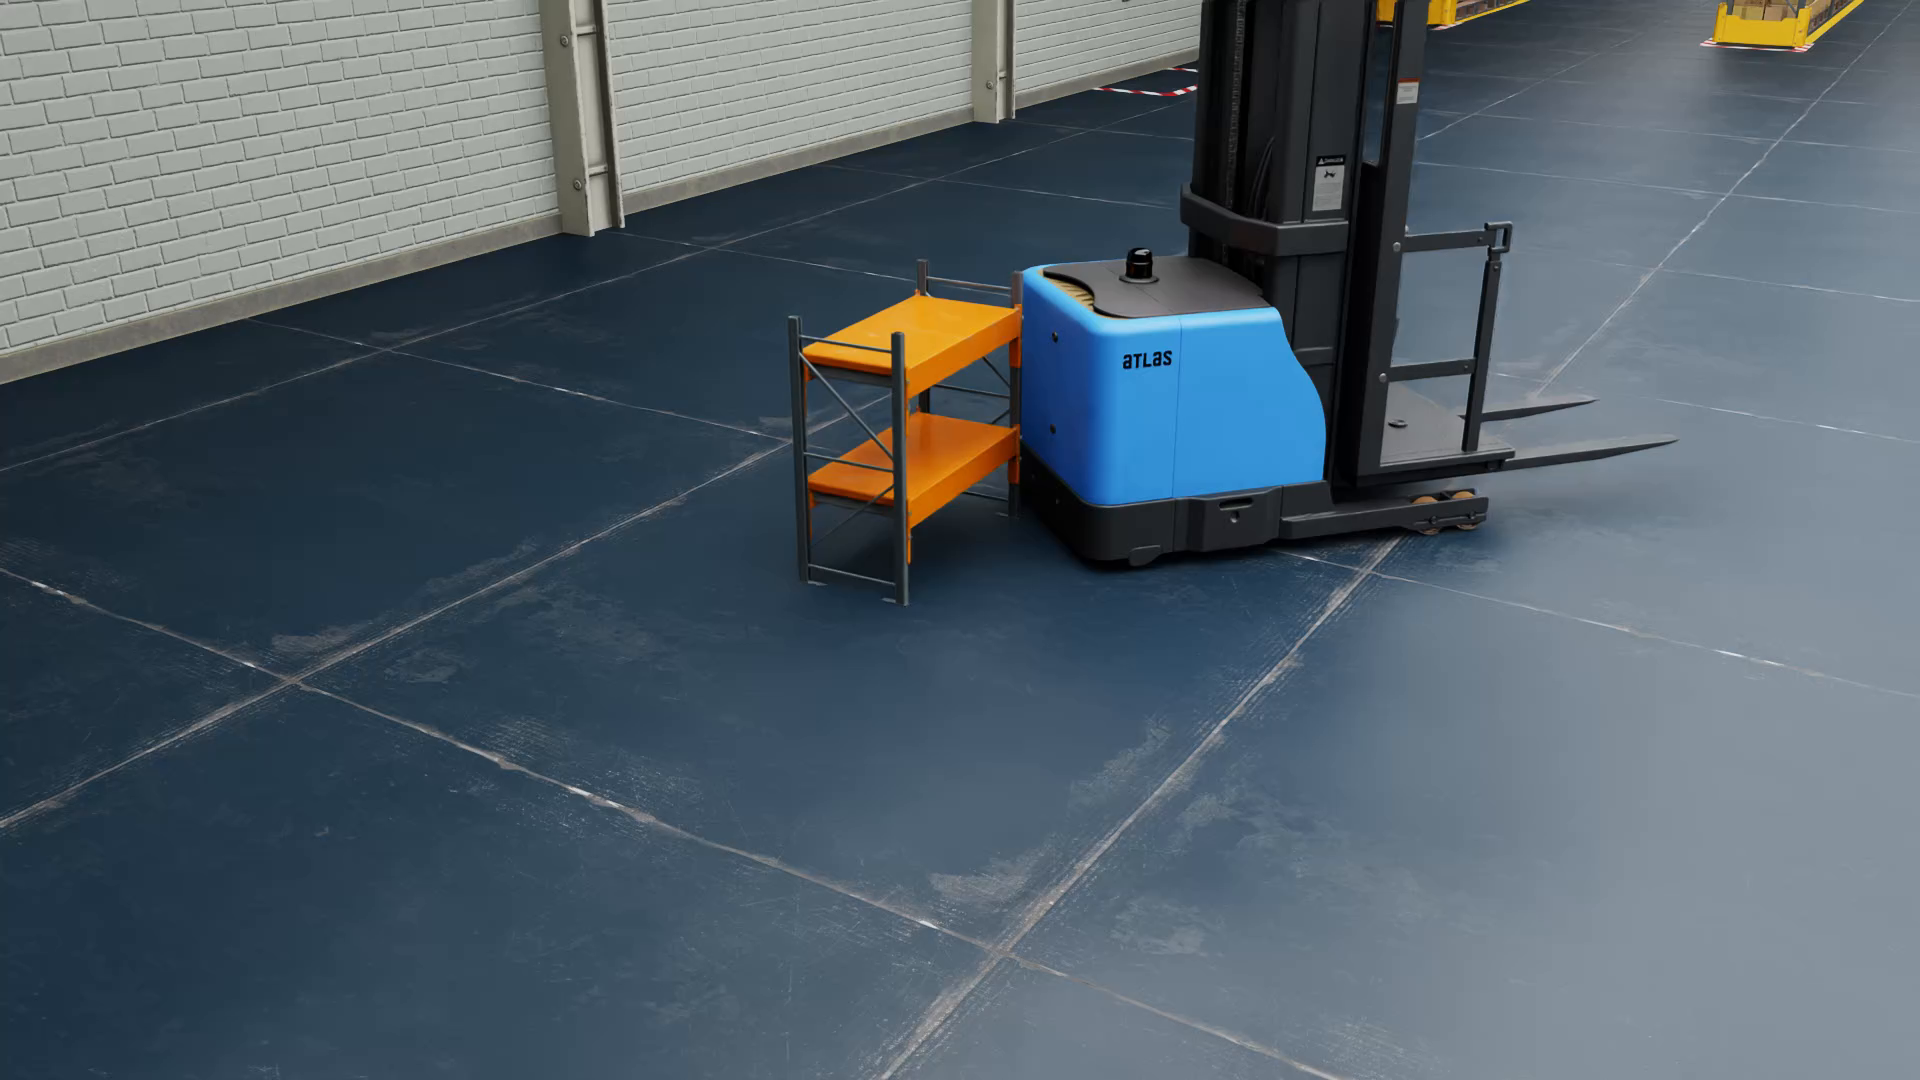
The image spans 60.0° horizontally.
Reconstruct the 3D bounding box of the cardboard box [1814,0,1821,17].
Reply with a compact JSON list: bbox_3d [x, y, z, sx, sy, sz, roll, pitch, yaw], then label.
[{"bbox_3d":[12.518,-7.955,24.782,0.500,0.250,0.500,14,27,29],"label":"cardboard box"}]

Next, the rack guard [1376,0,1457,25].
[{"bbox_3d":[7.084,-8.299,25.791,1.175,0.500,0.348,14,27,29],"label":"rack guard"}]

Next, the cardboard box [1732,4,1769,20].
[{"bbox_3d":[11.286,-7.557,23.864,0.500,0.250,0.500,14,27,29],"label":"cardboard box"}]

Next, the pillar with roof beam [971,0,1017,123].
[{"bbox_3d":[4.005,-7.639,13.568,9.100,9.000,0.400,14,27,29],"label":"pillar with roof beam"}]

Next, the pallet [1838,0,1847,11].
[{"bbox_3d":[14.362,-9.124,28.061,1.003,0.211,1.213,14,27,29],"label":"pallet"}]

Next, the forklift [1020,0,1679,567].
[{"bbox_3d":[1.819,-1.559,7.163,3.031,2.935,1.130,-7,24,-16],"label":"forklift"}]

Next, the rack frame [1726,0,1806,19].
[{"bbox_3d":[11.254,-8.384,22.840,1.000,3.000,0.127,14,27,29],"label":"rack frame"}]

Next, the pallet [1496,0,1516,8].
[{"bbox_3d":[8.829,-9.257,28.367,1.003,0.211,1.213,14,27,29],"label":"pallet"}]

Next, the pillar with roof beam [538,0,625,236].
[{"bbox_3d":[0.840,-5.614,8.891,9.100,9.000,0.400,14,27,29],"label":"pillar with roof beam"}]

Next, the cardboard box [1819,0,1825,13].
[{"bbox_3d":[12.782,-8.124,25.172,0.500,0.250,0.500,14,27,29],"label":"cardboard box"}]

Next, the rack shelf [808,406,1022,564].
[{"bbox_3d":[-0.196,-0.254,7.036,0.538,0.278,1.000,12,26,25],"label":"rack shelf"}]

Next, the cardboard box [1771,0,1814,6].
[{"bbox_3d":[11.988,-7.962,23.855,0.500,0.500,0.500,14,27,29],"label":"cardboard box"}]

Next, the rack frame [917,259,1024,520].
[{"bbox_3d":[0.041,-0.657,7.351,0.500,1.125,0.032,12,26,25],"label":"rack frame"}]

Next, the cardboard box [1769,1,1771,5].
[{"bbox_3d":[11.539,-7.729,24.260,0.500,0.250,0.500,14,27,29],"label":"cardboard box"}]

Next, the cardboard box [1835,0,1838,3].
[{"bbox_3d":[13.787,-8.749,26.616,0.500,0.250,0.500,13,27,28],"label":"cardboard box"}]

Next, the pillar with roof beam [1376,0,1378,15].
[{"bbox_3d":[10.335,-11.689,22.924,9.100,9.000,0.400,14,27,29],"label":"pillar with roof beam"}]

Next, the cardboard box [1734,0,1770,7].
[{"bbox_3d":[11.284,-7.902,23.716,0.500,0.500,0.500,14,27,29],"label":"cardboard box"}]

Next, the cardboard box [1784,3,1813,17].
[{"bbox_3d":[11.986,-7.618,24.005,0.500,0.250,0.500,14,27,29],"label":"cardboard box"}]

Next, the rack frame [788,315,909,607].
[{"bbox_3d":[-0.434,-0.300,6.526,0.500,1.125,0.032,12,26,25],"label":"rack frame"}]

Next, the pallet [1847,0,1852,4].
[{"bbox_3d":[15.007,-9.534,29.009,1.003,0.211,1.213,14,27,29],"label":"pallet"}]

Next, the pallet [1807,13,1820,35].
[{"bbox_3d":[12.266,-7.781,24.958,1.003,0.211,1.213,14,27,29],"label":"pallet"}]

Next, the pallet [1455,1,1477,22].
[{"bbox_3d":[7.542,-8.433,26.465,1.003,0.211,1.213,14,27,29],"label":"pallet"}]

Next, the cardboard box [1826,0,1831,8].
[{"bbox_3d":[13.305,-8.462,25.954,0.500,0.250,0.500,14,27,29],"label":"cardboard box"}]

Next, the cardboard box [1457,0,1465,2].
[{"bbox_3d":[7.786,-8.796,26.623,0.500,0.311,0.500,16,28,33],"label":"cardboard box"}]

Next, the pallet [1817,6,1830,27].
[{"bbox_3d":[12.909,-8.194,25.913,1.003,0.211,1.213,14,27,29],"label":"pallet"}]

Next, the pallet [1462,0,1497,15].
[{"bbox_3d":[8.187,-8.843,27.412,1.003,0.211,1.213,14,27,29],"label":"pallet"}]

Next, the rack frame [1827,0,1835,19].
[{"bbox_3d":[13.364,-9.734,25.959,1.000,3.000,0.127,14,27,29],"label":"rack frame"}]

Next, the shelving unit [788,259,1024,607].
[{"bbox_3d":[-0.196,-0.478,6.939,0.538,1.125,1.048,12,26,25],"label":"shelving unit"}]

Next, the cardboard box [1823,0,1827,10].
[{"bbox_3d":[13.033,-8.296,25.569,0.500,0.250,0.500,14,27,29],"label":"cardboard box"}]

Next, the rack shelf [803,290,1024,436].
[{"bbox_3d":[-0.196,-0.747,6.823,0.538,0.278,1.000,12,26,25],"label":"rack shelf"}]

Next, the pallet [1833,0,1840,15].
[{"bbox_3d":[13.719,-8.711,27.106,1.003,0.211,1.213,14,27,29],"label":"pallet"}]

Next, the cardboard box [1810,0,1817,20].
[{"bbox_3d":[12.251,-7.787,24.395,0.500,0.250,0.500,14,27,29],"label":"cardboard box"}]

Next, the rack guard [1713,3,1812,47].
[{"bbox_3d":[11.241,-7.228,23.318,1.175,0.500,0.348,14,27,29],"label":"rack guard"}]

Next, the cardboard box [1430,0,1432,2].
[{"bbox_3d":[7.485,-8.603,26.178,0.500,0.311,0.500,11,26,23],"label":"cardboard box"}]

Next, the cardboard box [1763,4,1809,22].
[{"bbox_3d":[11.726,-7.449,23.614,0.500,0.250,0.500,14,27,29],"label":"cardboard box"}]
